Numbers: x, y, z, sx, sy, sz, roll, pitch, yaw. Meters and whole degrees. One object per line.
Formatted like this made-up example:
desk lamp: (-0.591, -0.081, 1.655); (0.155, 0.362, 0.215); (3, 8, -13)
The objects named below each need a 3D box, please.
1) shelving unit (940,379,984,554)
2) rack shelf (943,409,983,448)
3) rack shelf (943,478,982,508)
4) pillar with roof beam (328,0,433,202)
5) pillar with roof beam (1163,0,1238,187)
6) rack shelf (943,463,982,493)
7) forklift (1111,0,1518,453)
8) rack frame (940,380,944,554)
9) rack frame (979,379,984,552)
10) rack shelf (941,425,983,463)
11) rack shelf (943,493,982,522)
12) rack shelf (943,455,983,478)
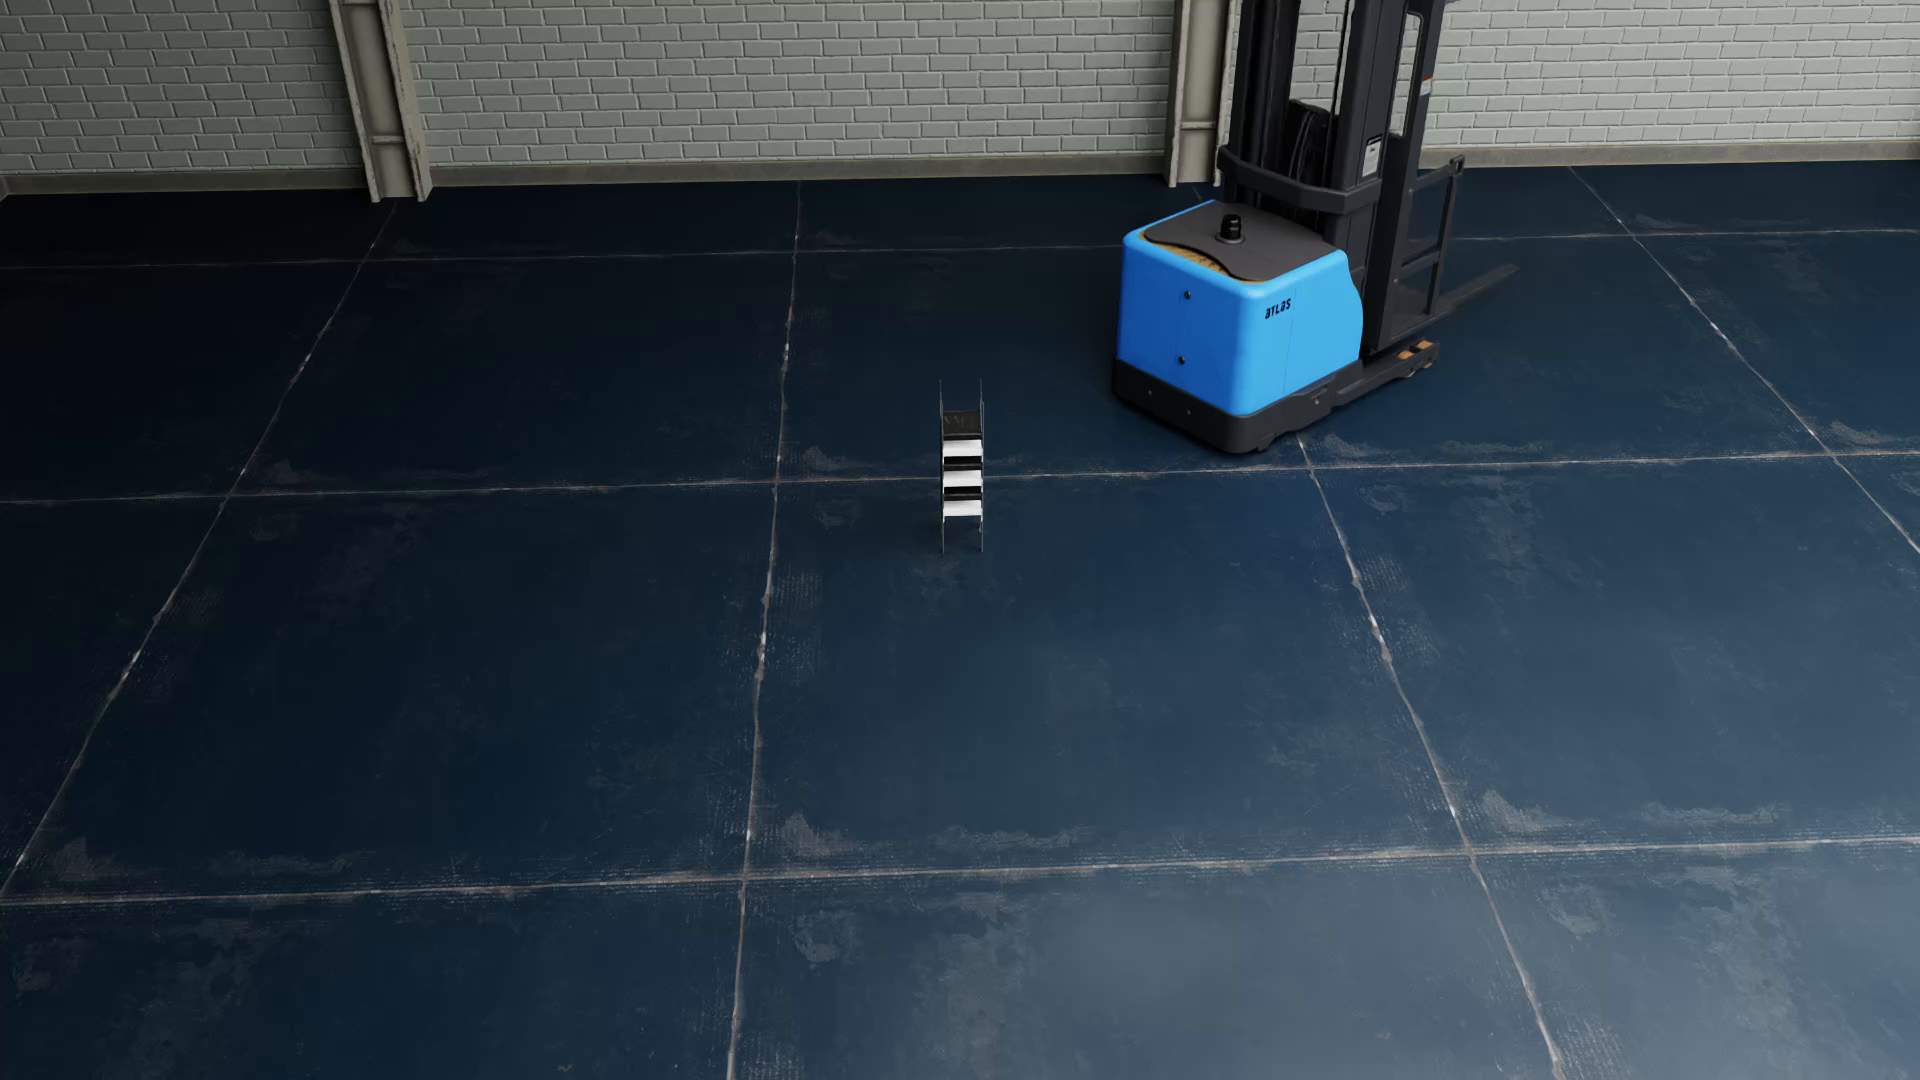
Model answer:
shelving unit: (0.008, -0.370, 8.530); (0.210, 0.900, 0.258); (-2, 35, -2)
rack shelf: (0.008, -0.565, 8.396); (0.200, 0.077, 0.258); (-2, 35, -2)
rack shelf: (0.008, -0.269, 8.601); (0.200, 0.077, 0.258); (-2, 35, -2)
pillar with roof beam: (-4.010, -3.873, 6.475); (0.400, 9.000, 9.100); (-2, 35, -2)
pillar with roof beam: (1.983, -4.035, 6.709); (0.400, 9.000, 9.100); (-2, 35, -2)
rack shelf: (0.008, -0.343, 8.549); (0.200, 0.077, 0.258); (-2, 35, -2)
forklift: (2.343, -2.401, 9.680); (3.031, 2.935, 1.130); (-27, 43, -33)
rack frame: (-0.093, -0.367, 8.526); (0.006, 0.900, 0.240); (-2, 35, -2)
rack frame: (0.110, -0.373, 8.534); (0.006, 0.900, 0.240); (-2, 35, -2)
rack shelf: (0.008, -0.491, 8.447); (0.200, 0.077, 0.258); (-2, 35, -2)
rack shelf: (0.008, -0.195, 8.652); (0.200, 0.077, 0.258); (-2, 35, -2)
rack shelf: (0.008, -0.417, 8.498); (0.200, 0.077, 0.258); (-2, 35, -2)
